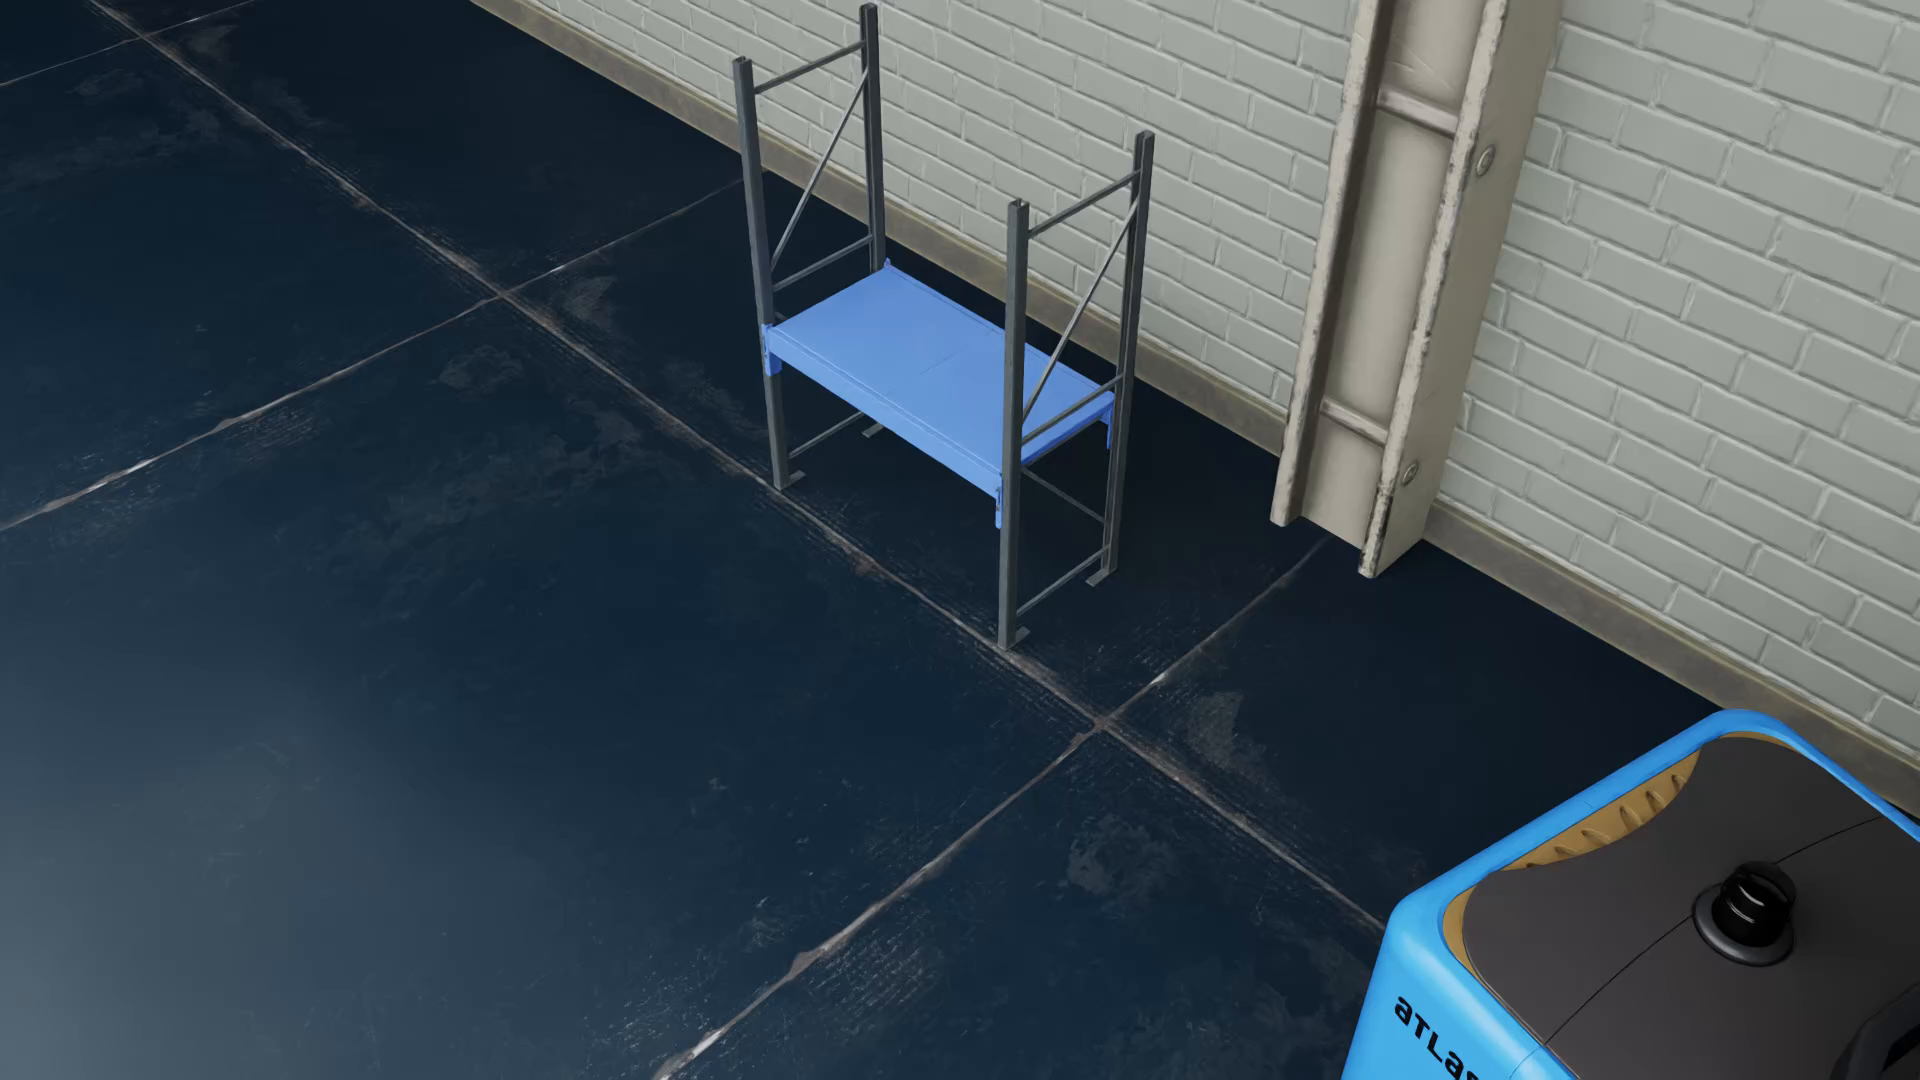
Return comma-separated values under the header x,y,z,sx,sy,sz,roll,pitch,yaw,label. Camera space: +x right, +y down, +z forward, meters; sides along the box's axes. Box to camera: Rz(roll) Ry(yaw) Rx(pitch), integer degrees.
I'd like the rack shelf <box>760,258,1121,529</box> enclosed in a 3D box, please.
x,y,z,sx,sy,sz,roll,pitch,yaw,label
-0.060,-0.460,4.907,0.538,0.185,1.000,-34,53,-31,rack shelf

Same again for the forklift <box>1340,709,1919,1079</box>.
x,y,z,sx,sy,sz,roll,pitch,yaw,label
1.956,1.048,1.956,1.130,2.935,3.031,-23,47,-23,forklift

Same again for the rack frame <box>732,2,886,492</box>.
x,y,z,sx,sy,sz,roll,pitch,yaw,label
-0.419,-0.836,5.050,0.500,1.500,0.032,-34,53,-31,rack frame

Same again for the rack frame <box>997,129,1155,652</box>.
x,y,z,sx,sy,sz,roll,pitch,yaw,label
0.299,-0.348,4.521,0.500,1.500,0.032,-34,53,-31,rack frame

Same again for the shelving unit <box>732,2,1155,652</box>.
x,y,z,sx,sy,sz,roll,pitch,yaw,label
-0.060,-0.592,4.785,0.538,1.500,1.048,-34,53,-31,shelving unit
